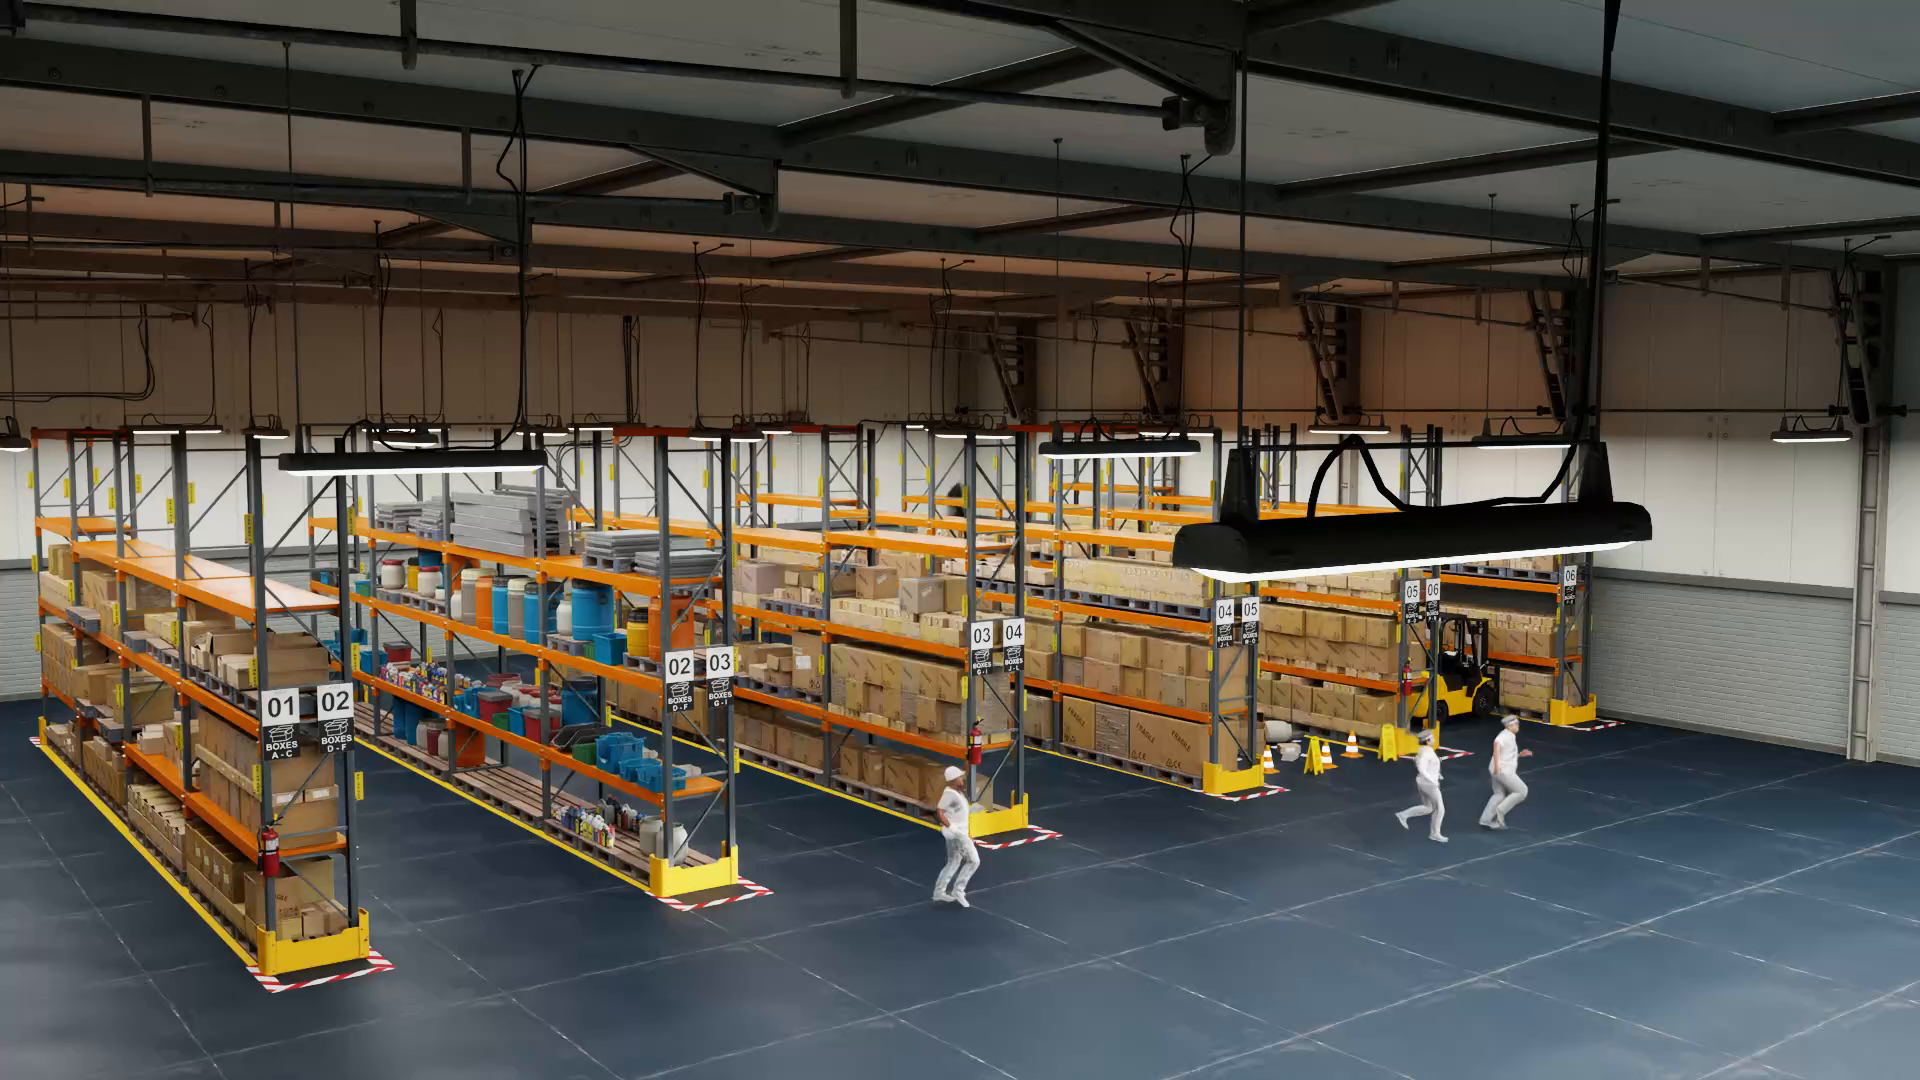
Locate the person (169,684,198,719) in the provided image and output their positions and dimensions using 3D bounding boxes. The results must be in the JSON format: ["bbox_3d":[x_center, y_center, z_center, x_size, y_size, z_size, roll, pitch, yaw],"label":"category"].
[{"bbox_3d":[-15.125,2.969,32.424,0.886,1.616,0.635,2,5,28],"label":"person"}]

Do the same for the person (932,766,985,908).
[{"bbox_3d":[-0.008,3.783,21.210,0.684,1.809,0.659,-1,5,-6],"label":"person"}]

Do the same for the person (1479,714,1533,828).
[{"bbox_3d":[8.233,3.482,25.036,0.784,1.730,0.701,1,5,8],"label":"person"}]

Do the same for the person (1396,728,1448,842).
[{"bbox_3d":[6.804,3.597,24.387,0.761,1.684,0.618,0,4,2],"label":"person"}]
